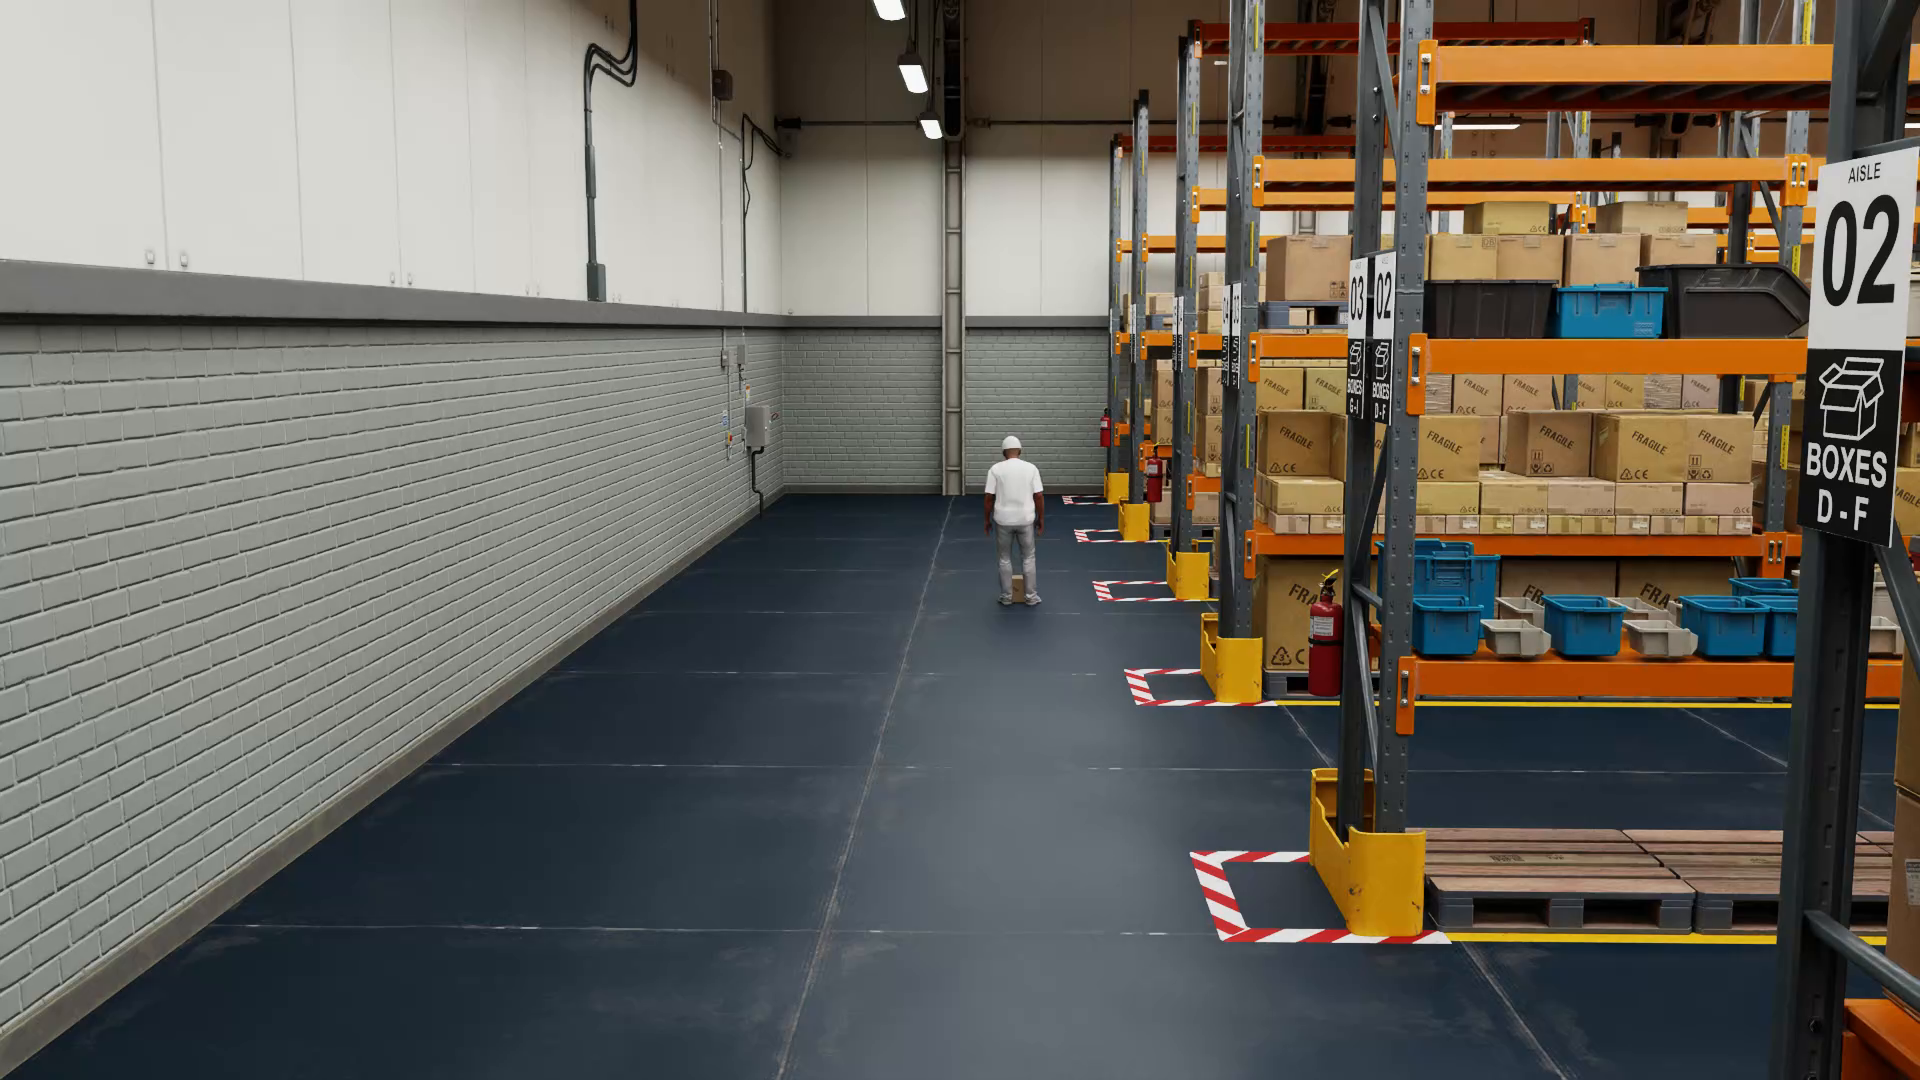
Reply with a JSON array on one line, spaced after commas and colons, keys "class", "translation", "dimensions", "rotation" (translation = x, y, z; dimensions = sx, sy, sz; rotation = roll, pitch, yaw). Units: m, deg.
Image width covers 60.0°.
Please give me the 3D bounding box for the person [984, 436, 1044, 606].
[{"class": "person", "translation": [0.560, -0.202, 17.308], "dimensions": [0.633, 1.759, 0.462], "rotation": [0, 7, -2]}]
